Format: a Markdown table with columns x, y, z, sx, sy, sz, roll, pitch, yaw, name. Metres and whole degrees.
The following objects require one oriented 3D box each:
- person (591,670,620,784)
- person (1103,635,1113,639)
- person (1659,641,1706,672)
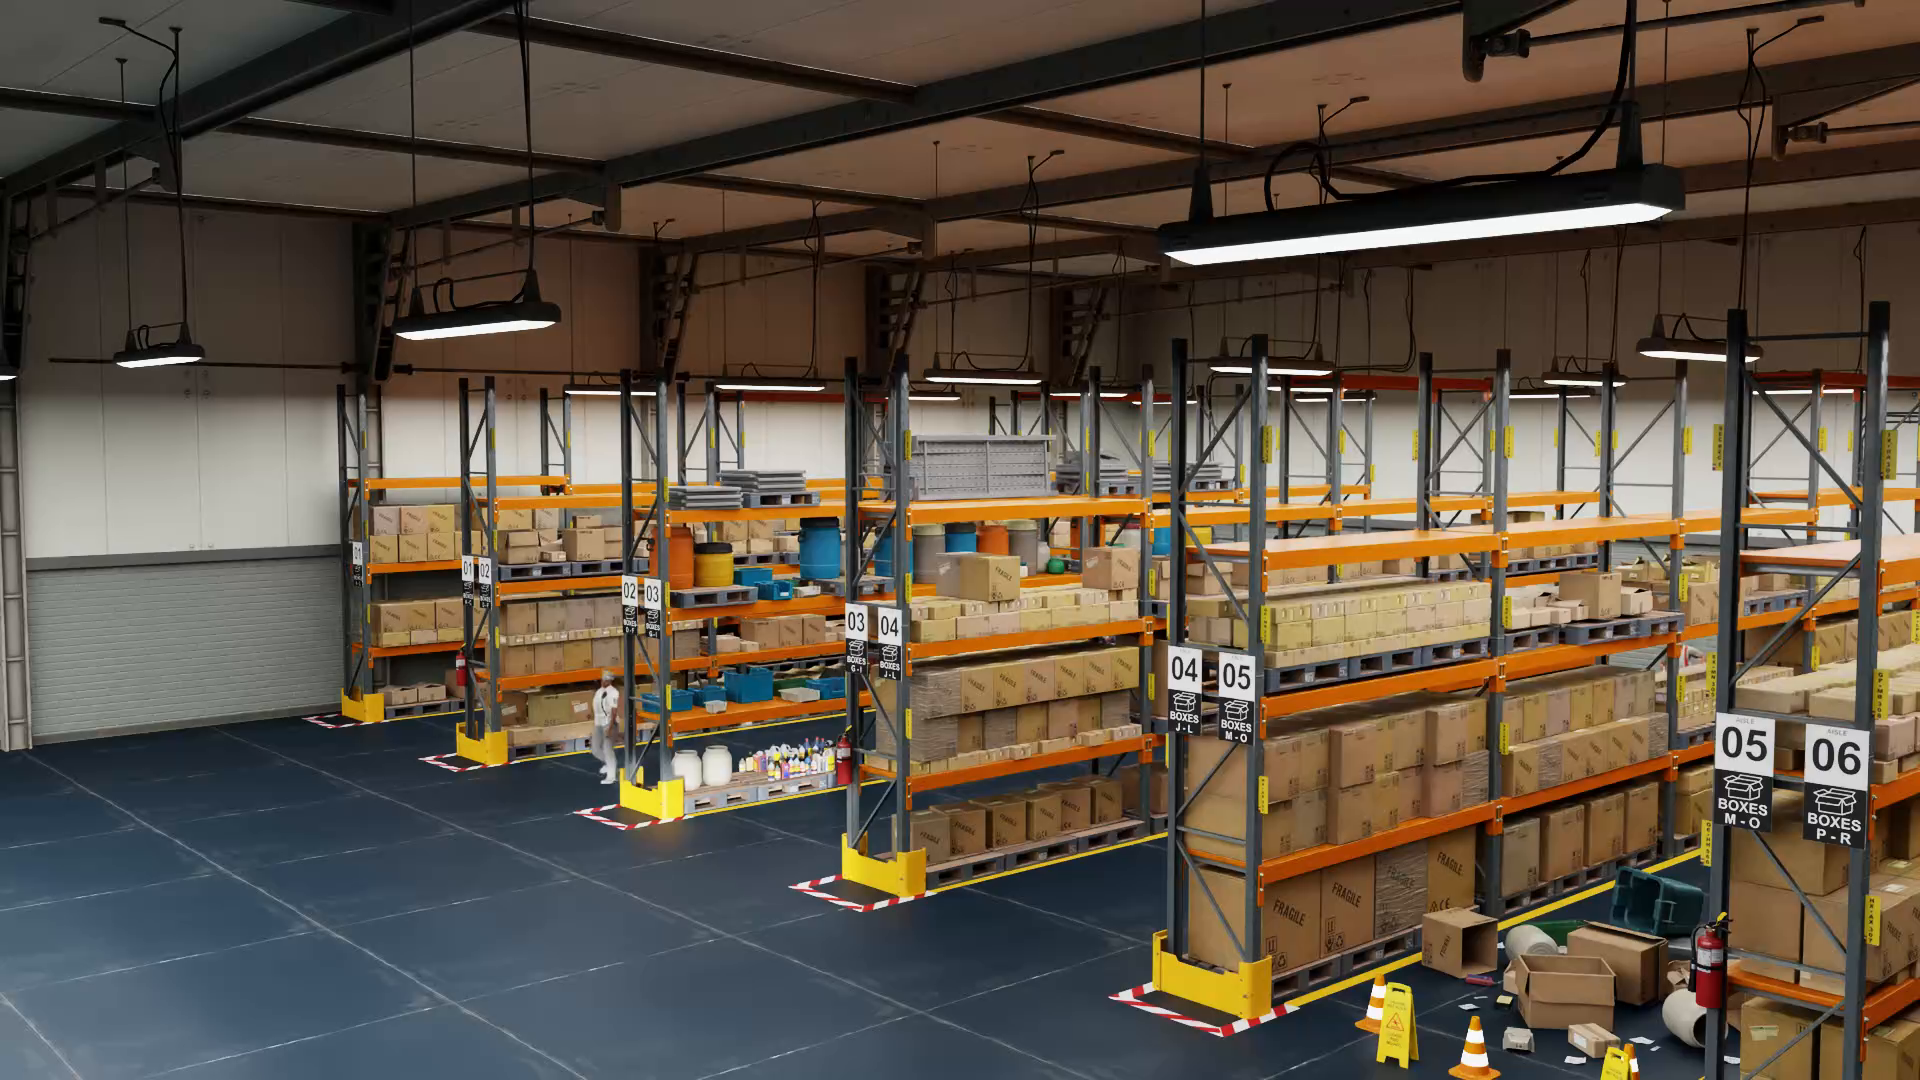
| x | y | z | sx | sy | sz | roll | pitch | yaw | name |
| --- | --- | --- | --- | --- | --- | --- | --- | --- | --- |
| -5.171 | 2.721 | 24.419 | 0.577 | 1.673 | 0.554 | 3 | 5 | 34 | person |
| 2.889 | 2.217 | 31.658 | 0.742 | 1.714 | 0.650 | -2 | 4 | -27 | person |
| 12.301 | 2.411 | 28.405 | 0.689 | 1.726 | 0.807 | 3 | 5 | 43 | person |
